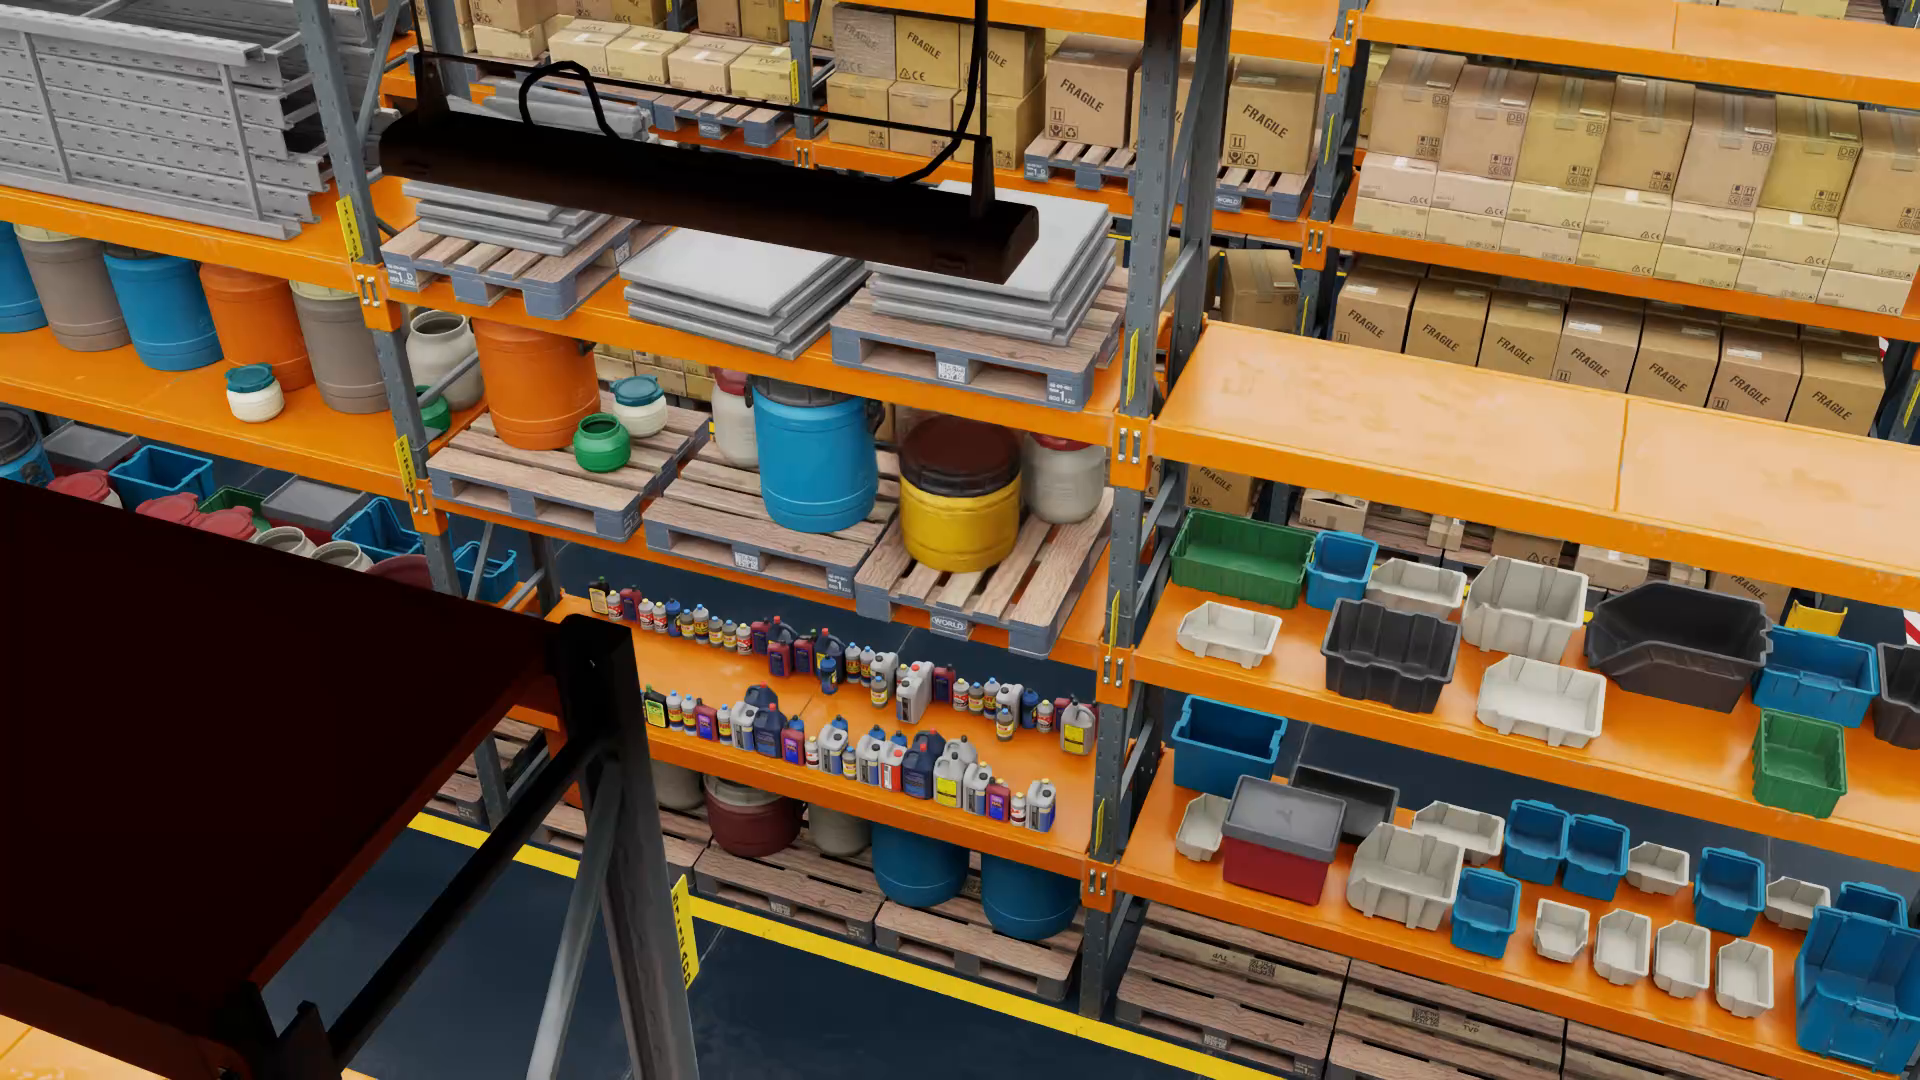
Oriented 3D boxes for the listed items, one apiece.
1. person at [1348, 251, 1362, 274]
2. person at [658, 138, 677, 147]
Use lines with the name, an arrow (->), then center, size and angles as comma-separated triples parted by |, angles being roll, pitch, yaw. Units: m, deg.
person -> 3.862, -2.474, 15.242 | 0.484, 1.750, 0.580 | 28, 45, 32
person -> -3.247, -4.185, 17.642 | 1.027, 1.624, 0.517 | -5, 37, -6
